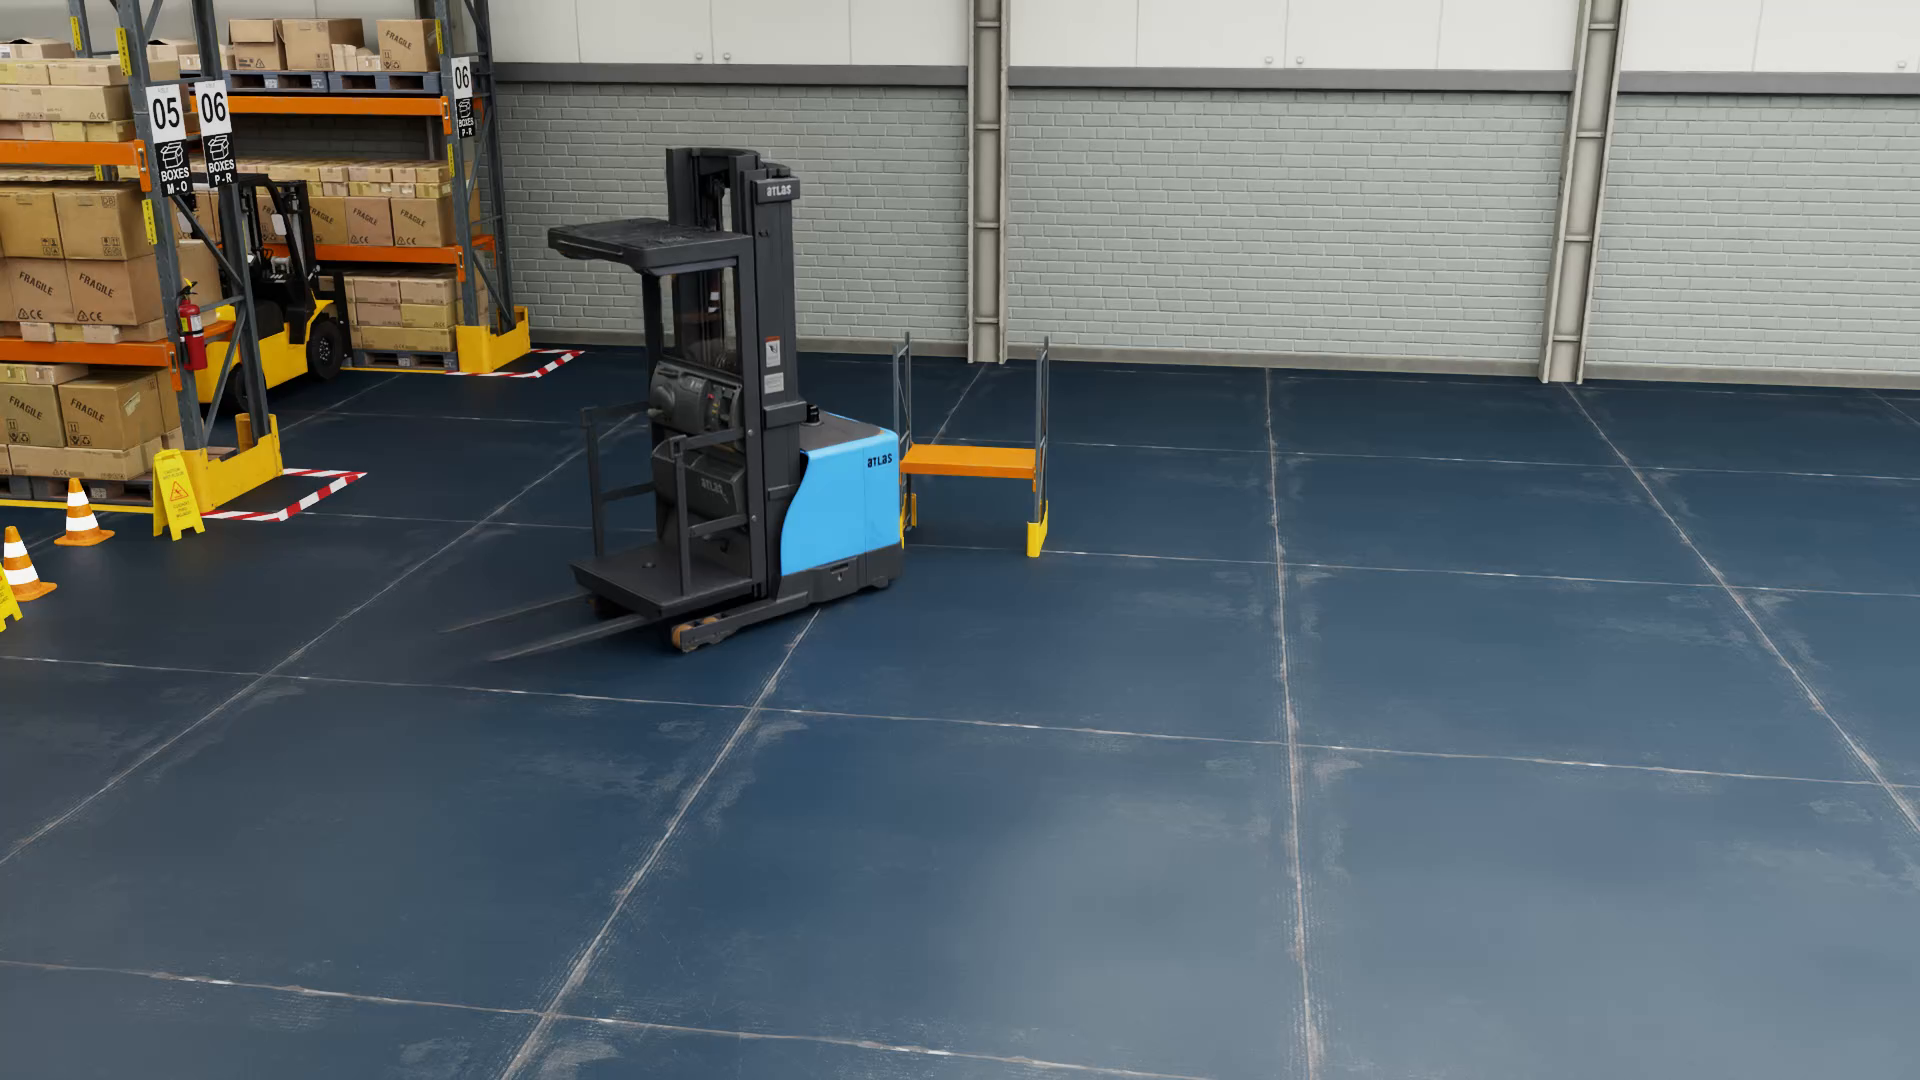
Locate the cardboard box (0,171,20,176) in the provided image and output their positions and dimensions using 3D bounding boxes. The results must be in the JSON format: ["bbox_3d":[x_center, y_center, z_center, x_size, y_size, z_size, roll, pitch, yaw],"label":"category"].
[{"bbox_3d":[-10.420,-3.915,18.096,0.250,0.149,0.380,2,19,7],"label":"cardboard box"}]

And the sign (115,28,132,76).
[{"bbox_3d":[-5.969,-3.484,11.867,0.005,0.325,0.100,3,19,9],"label":"sign"}]

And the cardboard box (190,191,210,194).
[{"bbox_3d":[-8.005,-3.775,17.680,0.250,0.149,0.380,3,19,10],"label":"cardboard box"}]

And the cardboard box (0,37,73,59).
[{"bbox_3d":[-9.780,-5.158,17.586,0.500,0.311,0.500,2,19,7],"label":"cardboard box"}]

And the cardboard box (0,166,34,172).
[{"bbox_3d":[-10.590,-4.092,18.626,0.250,0.149,0.380,3,19,8],"label":"cardboard box"}]

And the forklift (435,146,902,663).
[{"bbox_3d":[-1.817,-0.886,10.331,3.031,2.935,1.130,-16,25,-40],"label":"forklift"}]

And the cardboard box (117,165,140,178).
[{"bbox_3d":[-8.759,-3.959,17.758,0.250,0.149,0.380,3,19,10],"label":"cardboard box"}]

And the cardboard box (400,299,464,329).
[{"bbox_3d":[-5.608,-2.429,17.719,0.500,0.250,0.500,3,19,8],"label":"cardboard box"}]

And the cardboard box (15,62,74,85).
[{"bbox_3d":[-6.745,-3.453,12.308,0.250,0.149,0.380,3,19,8],"label":"cardboard box"}]

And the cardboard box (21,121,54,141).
[{"bbox_3d":[-6.766,-3.075,12.434,0.250,0.149,0.380,3,19,10],"label":"cardboard box"}]

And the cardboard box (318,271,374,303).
[{"bbox_3d":[-6.587,-2.711,17.774,0.500,0.250,0.500,3,19,9],"label":"cardboard box"}]

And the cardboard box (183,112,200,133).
[{"bbox_3d":[-6.137,-3.237,12.918,0.250,0.149,0.380,3,19,9],"label":"cardboard box"}]

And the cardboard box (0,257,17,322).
[{"bbox_3d":[-7.428,-1.997,12.919,0.500,0.500,0.500,3,19,8],"label":"cardboard box"}]

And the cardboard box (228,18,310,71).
[{"bbox_3d":[-7.120,-5.158,17.283,0.637,0.503,0.797,4,19,10],"label":"cardboard box"}]

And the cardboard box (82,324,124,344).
[{"bbox_3d":[-6.532,-1.626,12.830,0.250,0.149,0.380,3,19,8],"label":"cardboard box"}]

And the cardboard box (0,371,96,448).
[{"bbox_3d":[-7.209,-1.050,13.202,0.500,0.500,0.500,4,19,11],"label":"cardboard box"}]

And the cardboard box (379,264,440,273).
[{"bbox_3d":[-6.016,-2.847,18.180,0.500,0.250,0.500,3,19,9],"label":"cardboard box"}]

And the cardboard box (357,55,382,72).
[{"bbox_3d":[-5.944,-4.867,16.970,0.250,0.149,0.380,2,19,7],"label":"cardboard box"}]

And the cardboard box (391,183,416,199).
[{"bbox_3d":[-5.721,-3.658,17.330,0.250,0.149,0.380,3,19,10],"label":"cardboard box"}]

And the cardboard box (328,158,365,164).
[{"bbox_3d":[-6.641,-4.049,18.029,0.250,0.149,0.380,2,19,7],"label":"cardboard box"}]

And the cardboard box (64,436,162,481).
[{"bbox_3d":[-6.726,-0.668,13.243,0.500,0.250,0.500,3,19,8],"label":"cardboard box"}]

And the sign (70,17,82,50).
[{"bbox_3d":[-9.103,-5.218,17.132,0.005,0.325,0.100,3,19,9],"label":"sign"}]

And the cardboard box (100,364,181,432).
[{"bbox_3d":[-6.637,-1.194,13.634,0.500,0.500,0.500,2,19,7],"label":"cardboard box"}]

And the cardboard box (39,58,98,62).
[{"bbox_3d":[-6.904,-3.654,12.908,0.250,0.149,0.380,3,19,8],"label":"cardboard box"}]

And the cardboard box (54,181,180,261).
[{"bbox_3d":[-6.400,-2.435,12.651,0.500,0.500,0.700,2,19,7],"label":"cardboard box"}]

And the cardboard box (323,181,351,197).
[{"bbox_3d":[-6.482,-3.705,17.470,0.250,0.149,0.380,2,19,7],"label":"cardboard box"}]

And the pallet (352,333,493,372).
[{"bbox_3d":[-5.839,-2.073,18.166,1.213,0.211,1.003,3,19,9],"label":"pallet"}]

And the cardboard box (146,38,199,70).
[{"bbox_3d":[-8.244,-5.080,17.352,0.500,0.311,0.500,3,19,10],"label":"cardboard box"}]

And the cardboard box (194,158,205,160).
[{"bbox_3d":[-8.159,-4.111,18.215,0.250,0.149,0.380,3,19,8],"label":"cardboard box"}]

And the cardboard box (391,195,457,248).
[{"bbox_3d":[-5.605,-3.360,17.460,0.500,0.500,0.500,3,19,7],"label":"cardboard box"}]

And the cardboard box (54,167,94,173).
[{"bbox_3d":[-9.843,-4.054,18.513,0.250,0.149,0.380,3,19,8],"label":"cardboard box"}]

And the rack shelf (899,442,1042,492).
[{"bbox_3d":[0.084,-0.536,12.109,1.000,0.185,0.538,3,19,9],"label":"rack shelf"}]

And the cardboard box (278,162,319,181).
[{"bbox_3d":[-6.980,-3.894,17.564,0.250,0.149,0.380,3,19,9],"label":"cardboard box"}]

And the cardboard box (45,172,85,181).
[{"bbox_3d":[-9.657,-3.881,17.996,0.250,0.149,0.380,3,19,8],"label":"cardboard box"}]

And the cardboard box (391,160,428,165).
[{"bbox_3d":[-5.891,-3.983,17.830,0.250,0.149,0.380,3,19,10],"label":"cardboard box"}]

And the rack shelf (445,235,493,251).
[{"bbox_3d":[-7.052,-3.222,18.032,3.809,0.124,0.919,3,19,9],"label":"rack shelf"}]

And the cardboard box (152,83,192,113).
[{"bbox_3d":[-6.315,-3.416,12.826,0.500,0.250,0.500,3,19,8],"label":"cardboard box"}]

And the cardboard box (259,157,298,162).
[{"bbox_3d":[-7.405,-4.072,18.096,0.250,0.149,0.380,3,19,8],"label":"cardboard box"}]

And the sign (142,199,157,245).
[{"bbox_3d":[-5.969,-2.341,12.250,0.005,0.325,0.100,3,19,9],"label":"sign"}]

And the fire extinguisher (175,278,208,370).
[{"bbox_3d":[-5.821,-1.628,12.564,0.183,0.674,0.296,3,19,9],"label":"fire extinguisher"}]

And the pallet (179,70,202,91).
[{"bbox_3d":[-8.181,-4.917,17.684,1.213,0.211,1.003,3,19,9],"label":"pallet"}]

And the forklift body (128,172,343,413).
[{"bbox_3d":[-7.239,-2.492,16.360,1.214,2.155,2.313,3,19,9],"label":"forklift body"}]

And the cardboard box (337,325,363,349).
[{"bbox_3d":[-6.574,-2.246,17.960,0.500,0.250,0.500,3,19,9],"label":"cardboard box"}]

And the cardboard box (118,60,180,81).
[{"bbox_3d":[-6.180,-3.578,12.682,0.250,0.149,0.380,3,19,8],"label":"cardboard box"}]

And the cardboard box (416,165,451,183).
[{"bbox_3d":[-5.465,-3.818,17.339,0.250,0.149,0.380,3,19,9],"label":"cardboard box"}]

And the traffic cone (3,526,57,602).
[{"bbox_3d":[-6.331,0.135,11.169,0.334,0.463,0.336,3,19,9],"label":"traffic cone"}]

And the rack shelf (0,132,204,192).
[{"bbox_3d":[-7.836,-2.997,12.939,4.000,0.370,1.077,3,19,9],"label":"rack shelf"}]

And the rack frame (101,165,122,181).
[{"bbox_3d":[-9.027,-3.571,18.250,0.127,3.000,1.000,3,19,9],"label":"rack frame"}]

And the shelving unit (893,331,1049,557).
[{"bbox_3d":[-7.470,-1.234,13.156,16.366,1.800,0.587,3,19,9],"label":"shelving unit"}]

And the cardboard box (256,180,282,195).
[{"bbox_3d":[-7.230,-3.744,17.586,0.250,0.149,0.380,3,19,8],"label":"cardboard box"}]

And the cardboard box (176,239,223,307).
[{"bbox_3d":[-6.285,-2.114,13.268,0.500,0.500,0.500,3,19,8],"label":"cardboard box"}]

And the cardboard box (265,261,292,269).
[{"bbox_3d":[-7.510,-2.926,18.417,0.500,0.250,0.500,3,19,9],"label":"cardboard box"}]

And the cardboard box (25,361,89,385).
[{"bbox_3d":[-7.067,-1.329,13.016,0.250,0.149,0.380,3,19,10],"label":"cardboard box"}]

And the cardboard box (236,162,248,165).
[{"bbox_3d":[-7.735,-3.914,17.625,0.250,0.149,0.380,3,19,8],"label":"cardboard box"}]

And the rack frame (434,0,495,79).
[{"bbox_3d":[-5.078,-6.215,16.696,0.127,3.000,1.000,3,19,9],"label":"rack frame"}]

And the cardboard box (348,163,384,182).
[{"bbox_3d":[-6.210,-3.861,17.468,0.250,0.149,0.380,3,19,9],"label":"cardboard box"}]

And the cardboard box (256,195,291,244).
[{"bbox_3d":[-7.120,-3.437,17.689,0.500,0.500,0.500,3,19,9],"label":"cardboard box"}]

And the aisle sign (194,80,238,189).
[{"bbox_3d":[-5.751,-3.142,12.868,0.004,0.787,0.394,3,19,9],"label":"aisle sign"}]
